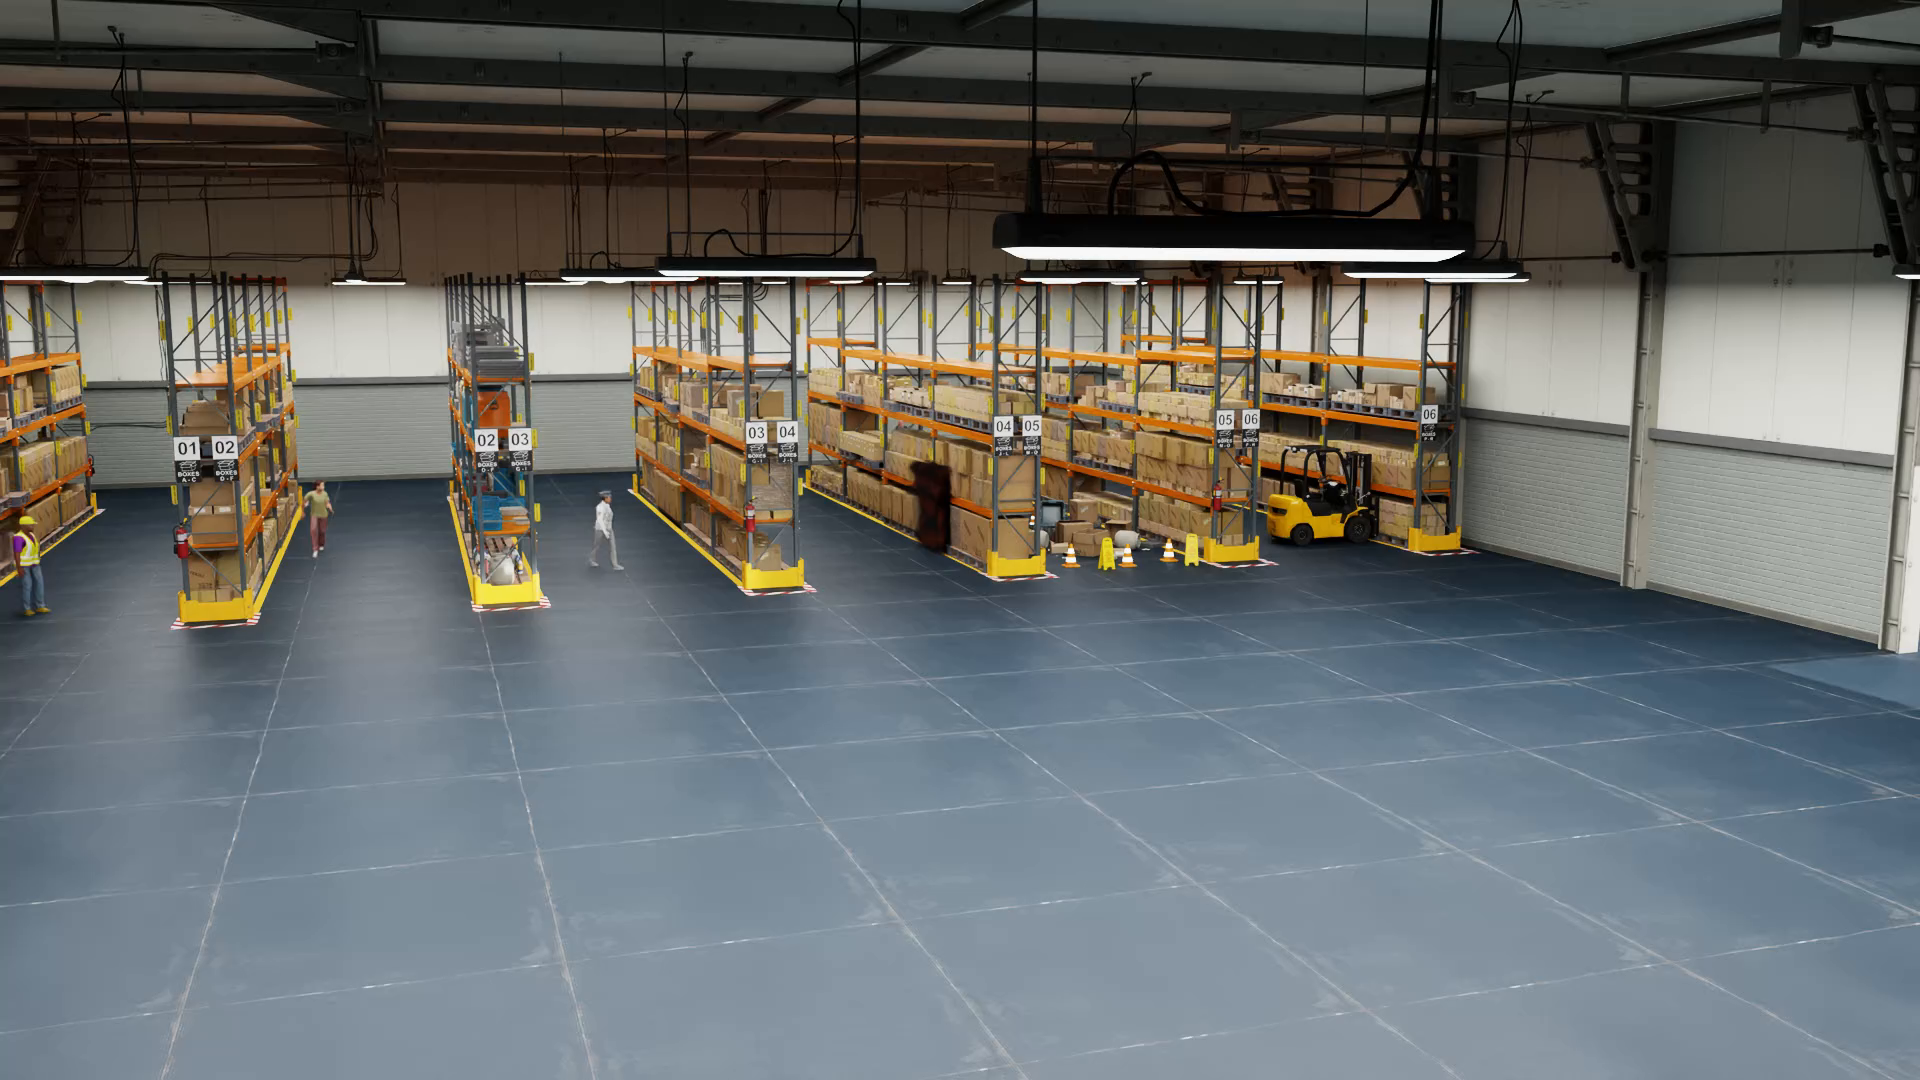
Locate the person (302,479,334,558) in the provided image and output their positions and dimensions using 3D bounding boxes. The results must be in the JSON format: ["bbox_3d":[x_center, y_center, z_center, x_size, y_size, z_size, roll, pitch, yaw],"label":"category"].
[{"bbox_3d":[-13.917,-0.497,36.058,0.679,1.647,0.972,-3,9,-18],"label":"person"}]

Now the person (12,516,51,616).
[{"bbox_3d":[-16.442,0.455,29.310,0.416,1.761,0.613,3,9,16],"label":"person"}]

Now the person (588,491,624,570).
[{"bbox_3d":[-7.276,-0.202,34.006,0.436,1.608,1.012,-8,11,-41],"label":"person"}]

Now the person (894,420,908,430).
[{"bbox_3d":[-1.848,-2.896,51.471,0.475,1.737,0.497,-6,11,-36],"label":"person"}]
